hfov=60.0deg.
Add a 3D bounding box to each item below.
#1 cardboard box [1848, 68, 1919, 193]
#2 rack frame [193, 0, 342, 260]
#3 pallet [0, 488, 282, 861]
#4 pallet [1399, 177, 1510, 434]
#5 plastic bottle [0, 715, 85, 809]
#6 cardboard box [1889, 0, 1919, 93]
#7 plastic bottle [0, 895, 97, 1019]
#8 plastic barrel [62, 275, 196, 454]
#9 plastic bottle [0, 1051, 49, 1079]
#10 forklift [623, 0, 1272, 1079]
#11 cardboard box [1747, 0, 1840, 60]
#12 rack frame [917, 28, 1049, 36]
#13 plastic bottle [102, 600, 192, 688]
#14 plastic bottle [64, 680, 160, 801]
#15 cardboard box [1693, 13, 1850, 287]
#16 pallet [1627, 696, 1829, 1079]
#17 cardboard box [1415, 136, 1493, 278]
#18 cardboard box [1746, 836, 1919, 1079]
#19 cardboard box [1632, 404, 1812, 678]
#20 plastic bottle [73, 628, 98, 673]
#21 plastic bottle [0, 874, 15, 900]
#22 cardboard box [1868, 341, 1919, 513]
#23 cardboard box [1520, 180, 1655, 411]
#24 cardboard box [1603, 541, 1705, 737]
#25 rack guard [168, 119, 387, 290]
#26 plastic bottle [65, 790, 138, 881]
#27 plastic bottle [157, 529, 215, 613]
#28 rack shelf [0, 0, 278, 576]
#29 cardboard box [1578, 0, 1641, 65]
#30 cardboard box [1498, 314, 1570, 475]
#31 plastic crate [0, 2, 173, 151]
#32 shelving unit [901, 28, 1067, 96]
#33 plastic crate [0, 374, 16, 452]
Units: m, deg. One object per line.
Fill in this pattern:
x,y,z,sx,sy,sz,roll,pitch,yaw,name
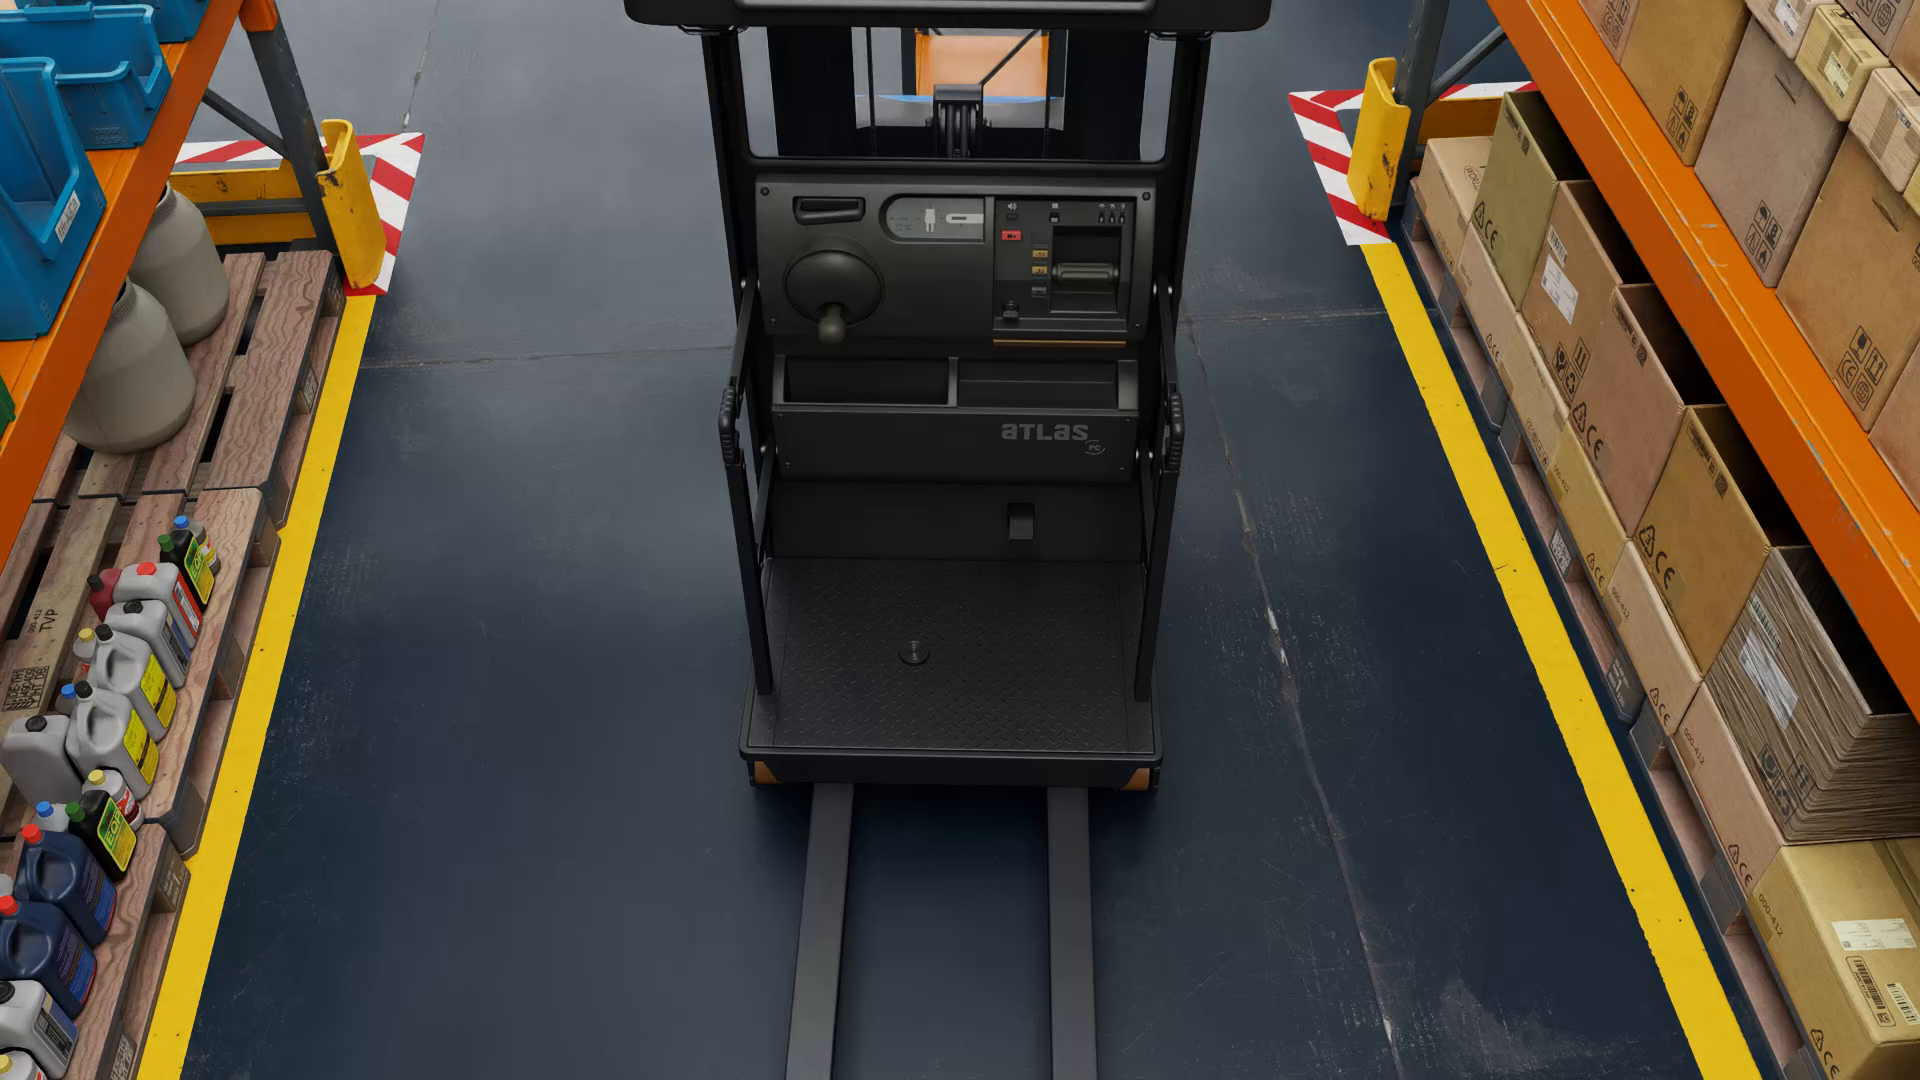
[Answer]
2.125,-0.865,3.488,0.380,0.149,0.250,-2,47,-2,cardboard box
-2.806,-2.101,5.174,1.000,3.000,0.127,-3,47,-3,rack frame
-2.591,0.378,4.746,1.003,0.211,1.213,-3,47,-3,pallet
2.236,-0.890,5.947,1.003,0.211,1.213,-3,47,-3,pallet
-2.322,0.552,4.234,0.152,0.276,0.135,-3,47,-3,plastic bottle
2.337,-1.035,3.202,0.700,0.500,0.500,-4,47,-3,cardboard box
-2.125,0.943,3.812,0.144,0.351,0.185,-2,47,-2,plastic bottle
-2.632,-0.556,5.135,0.421,0.512,0.421,0,47,0,plastic barrel
-2.078,1.199,3.672,0.097,0.201,0.097,0,47,0,plastic bottle
-0.014,-0.556,3.758,1.130,2.935,3.031,1,47,1,forklift
2.077,-1.248,3.850,0.380,0.149,0.250,-3,47,-3,cardboard box
0.092,-1.948,6.061,0.500,1.500,0.032,1,47,1,rack frame
-2.210,0.271,4.501,0.152,0.276,0.135,-5,47,-4,plastic bottle
-2.176,0.499,4.233,0.144,0.351,0.185,-4,47,-4,plastic bottle
2.289,-0.976,4.039,0.700,0.500,0.500,-2,47,-2,cardboard box
2.441,0.875,4.276,1.003,0.211,1.213,-3,47,-3,pallet
1.954,-1.197,5.922,0.500,0.250,0.500,-3,47,-3,cardboard box
2.209,0.973,3.867,0.500,0.250,0.500,-3,47,-3,cardboard box
2.133,-0.009,4.280,0.500,0.500,0.500,-3,47,-3,cardboard box
-2.332,0.317,4.508,0.097,0.201,0.097,0,47,0,plastic bottle
-2.257,0.873,3.933,0.097,0.271,0.097,0,47,0,plastic bottle
2.372,-0.242,3.344,0.700,0.500,0.500,-4,47,-4,cardboard box
2.052,-0.732,4.966,0.500,0.500,0.500,-3,47,-3,cardboard box
2.120,0.250,4.552,0.500,0.250,0.500,-3,47,-3,cardboard box
-2.752,-1.190,6.032,1.175,0.500,0.348,-3,47,-3,rack guard
-2.113,0.708,4.082,0.061,0.283,0.133,-2,47,-2,plastic bottle
-2.187,0.067,4.688,0.061,0.283,0.133,-2,47,-2,plastic bottle
-2.638,-0.407,4.065,1.077,0.370,4.000,-3,47,-3,rack shelf
2.206,-1.716,4.740,0.700,0.500,0.500,-2,47,-2,cardboard box
2.041,-0.474,5.237,0.500,0.250,0.500,-3,47,-3,cardboard box
-2.417,-1.236,4.457,0.499,0.251,0.408,-3,47,-3,plastic crate
0.082,-1.572,5.706,0.587,1.500,1.083,1,47,1,shelving unit
-2.303,-0.134,3.457,0.450,0.188,0.662,-3,47,-3,plastic crate
